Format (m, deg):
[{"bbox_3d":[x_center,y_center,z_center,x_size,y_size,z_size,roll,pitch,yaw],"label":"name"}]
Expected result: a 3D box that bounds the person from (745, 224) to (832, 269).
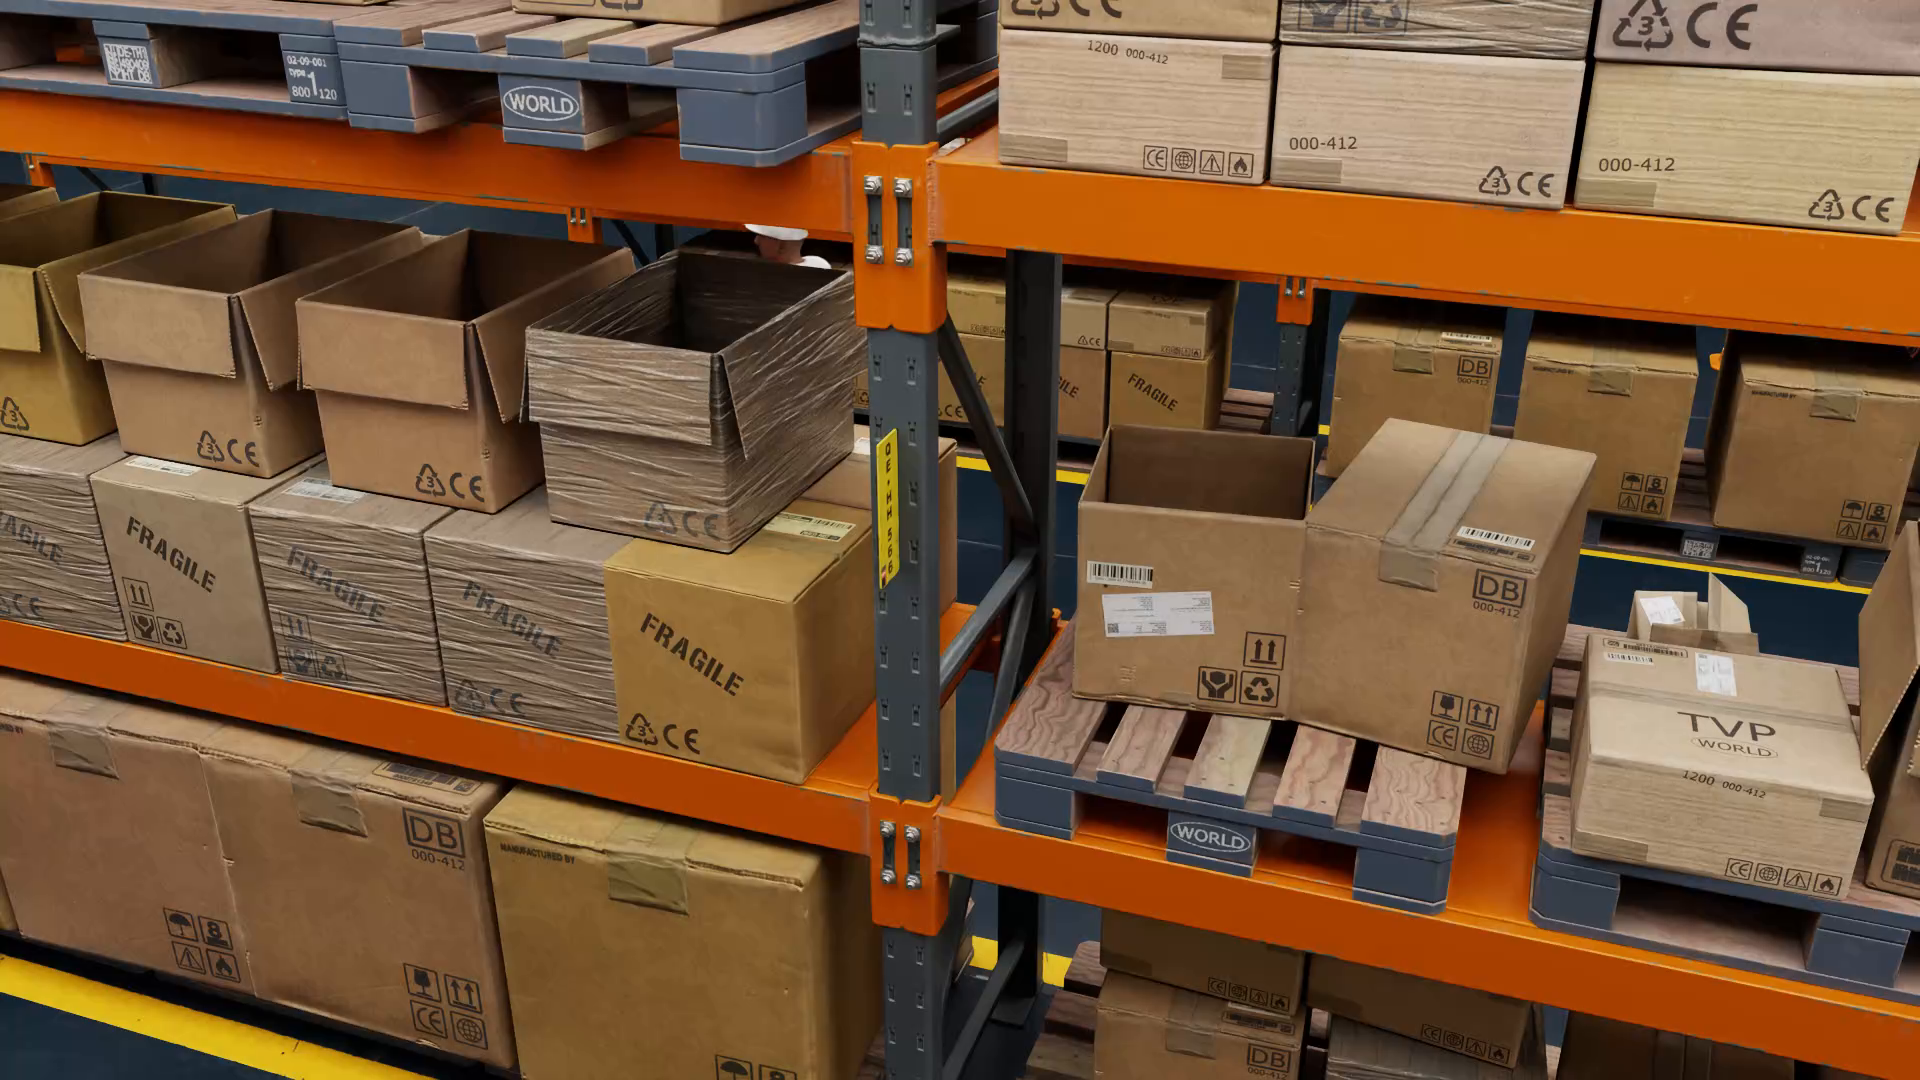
[{"bbox_3d":[-0.769,-0.636,7.458,0.398,1.804,0.548,9,27,18],"label":"person"}]
